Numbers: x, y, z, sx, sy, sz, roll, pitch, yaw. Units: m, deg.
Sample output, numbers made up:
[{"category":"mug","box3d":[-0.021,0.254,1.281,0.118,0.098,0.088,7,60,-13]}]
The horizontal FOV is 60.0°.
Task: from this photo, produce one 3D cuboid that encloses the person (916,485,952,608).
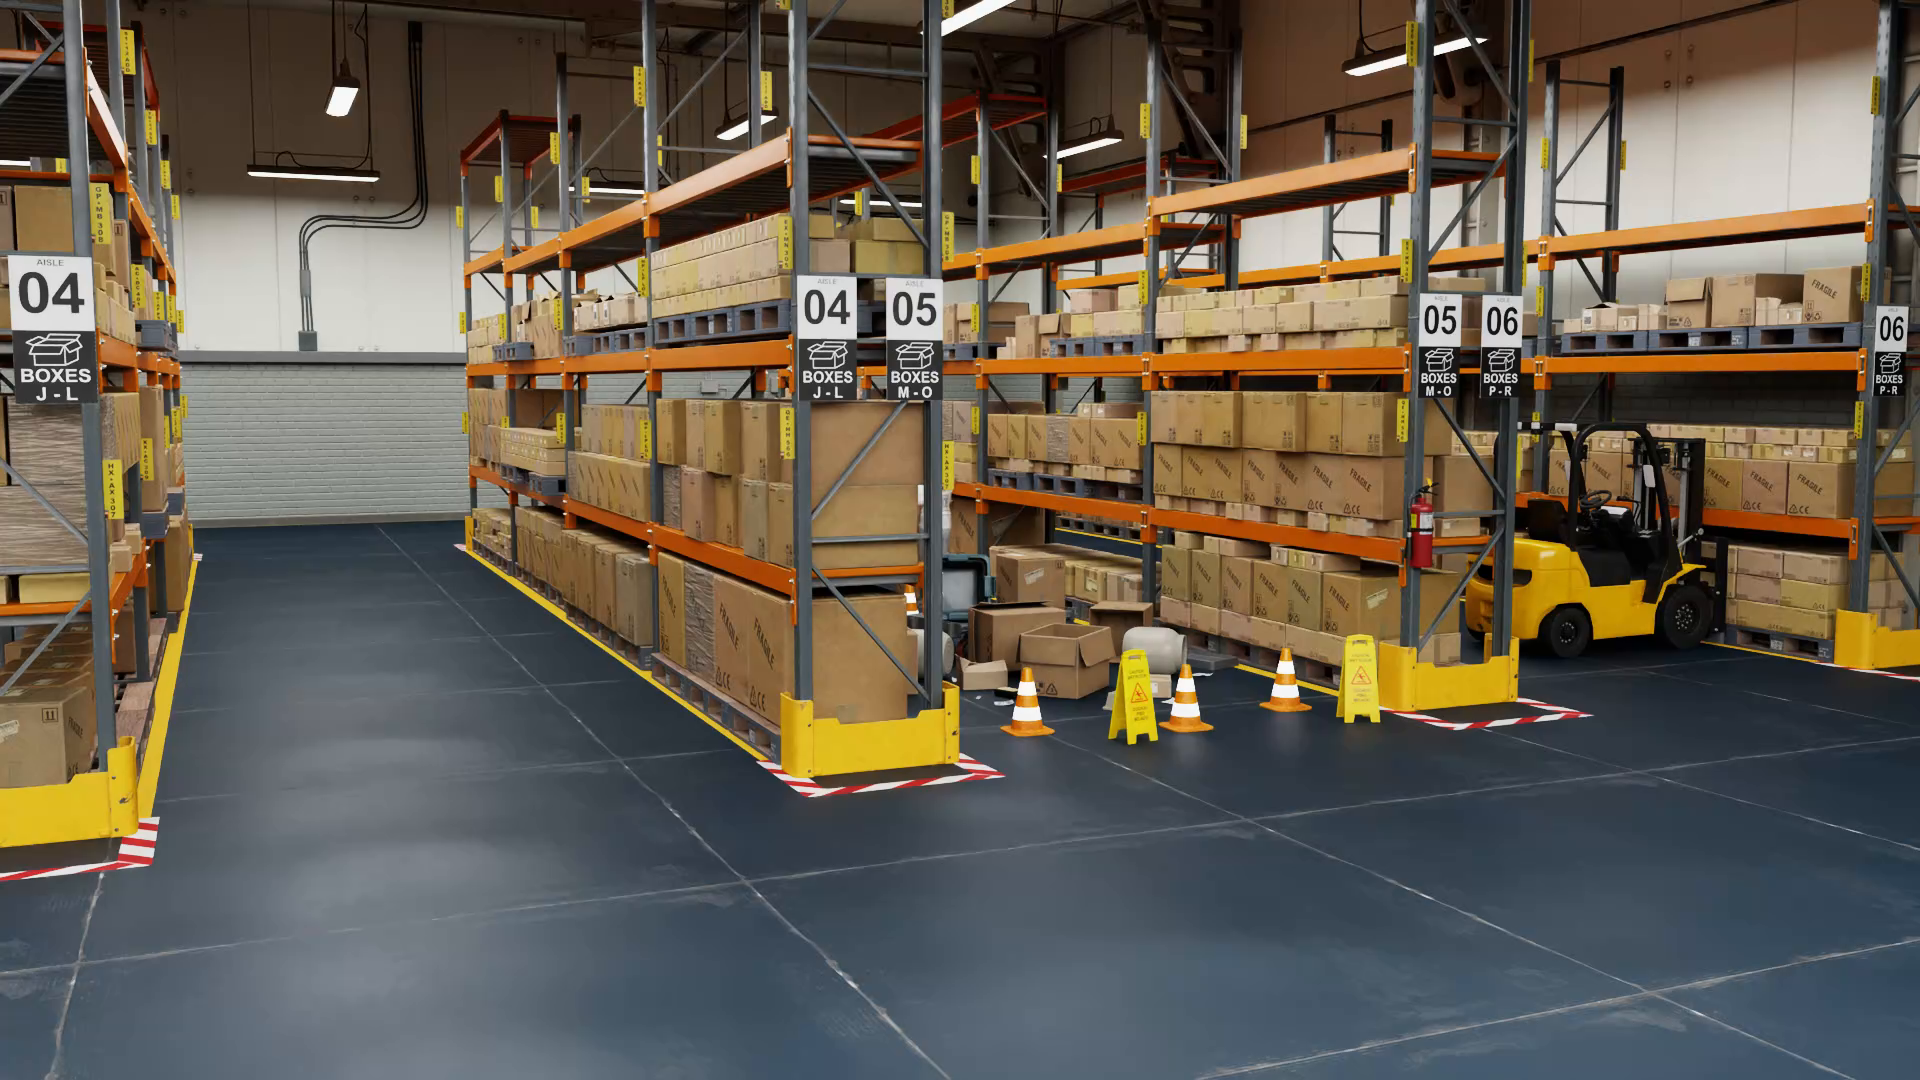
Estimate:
[{"category":"person","box3d":[-0.313,-0.099,18.557,0.563,1.758,0.703,-3,6,-29]}]
